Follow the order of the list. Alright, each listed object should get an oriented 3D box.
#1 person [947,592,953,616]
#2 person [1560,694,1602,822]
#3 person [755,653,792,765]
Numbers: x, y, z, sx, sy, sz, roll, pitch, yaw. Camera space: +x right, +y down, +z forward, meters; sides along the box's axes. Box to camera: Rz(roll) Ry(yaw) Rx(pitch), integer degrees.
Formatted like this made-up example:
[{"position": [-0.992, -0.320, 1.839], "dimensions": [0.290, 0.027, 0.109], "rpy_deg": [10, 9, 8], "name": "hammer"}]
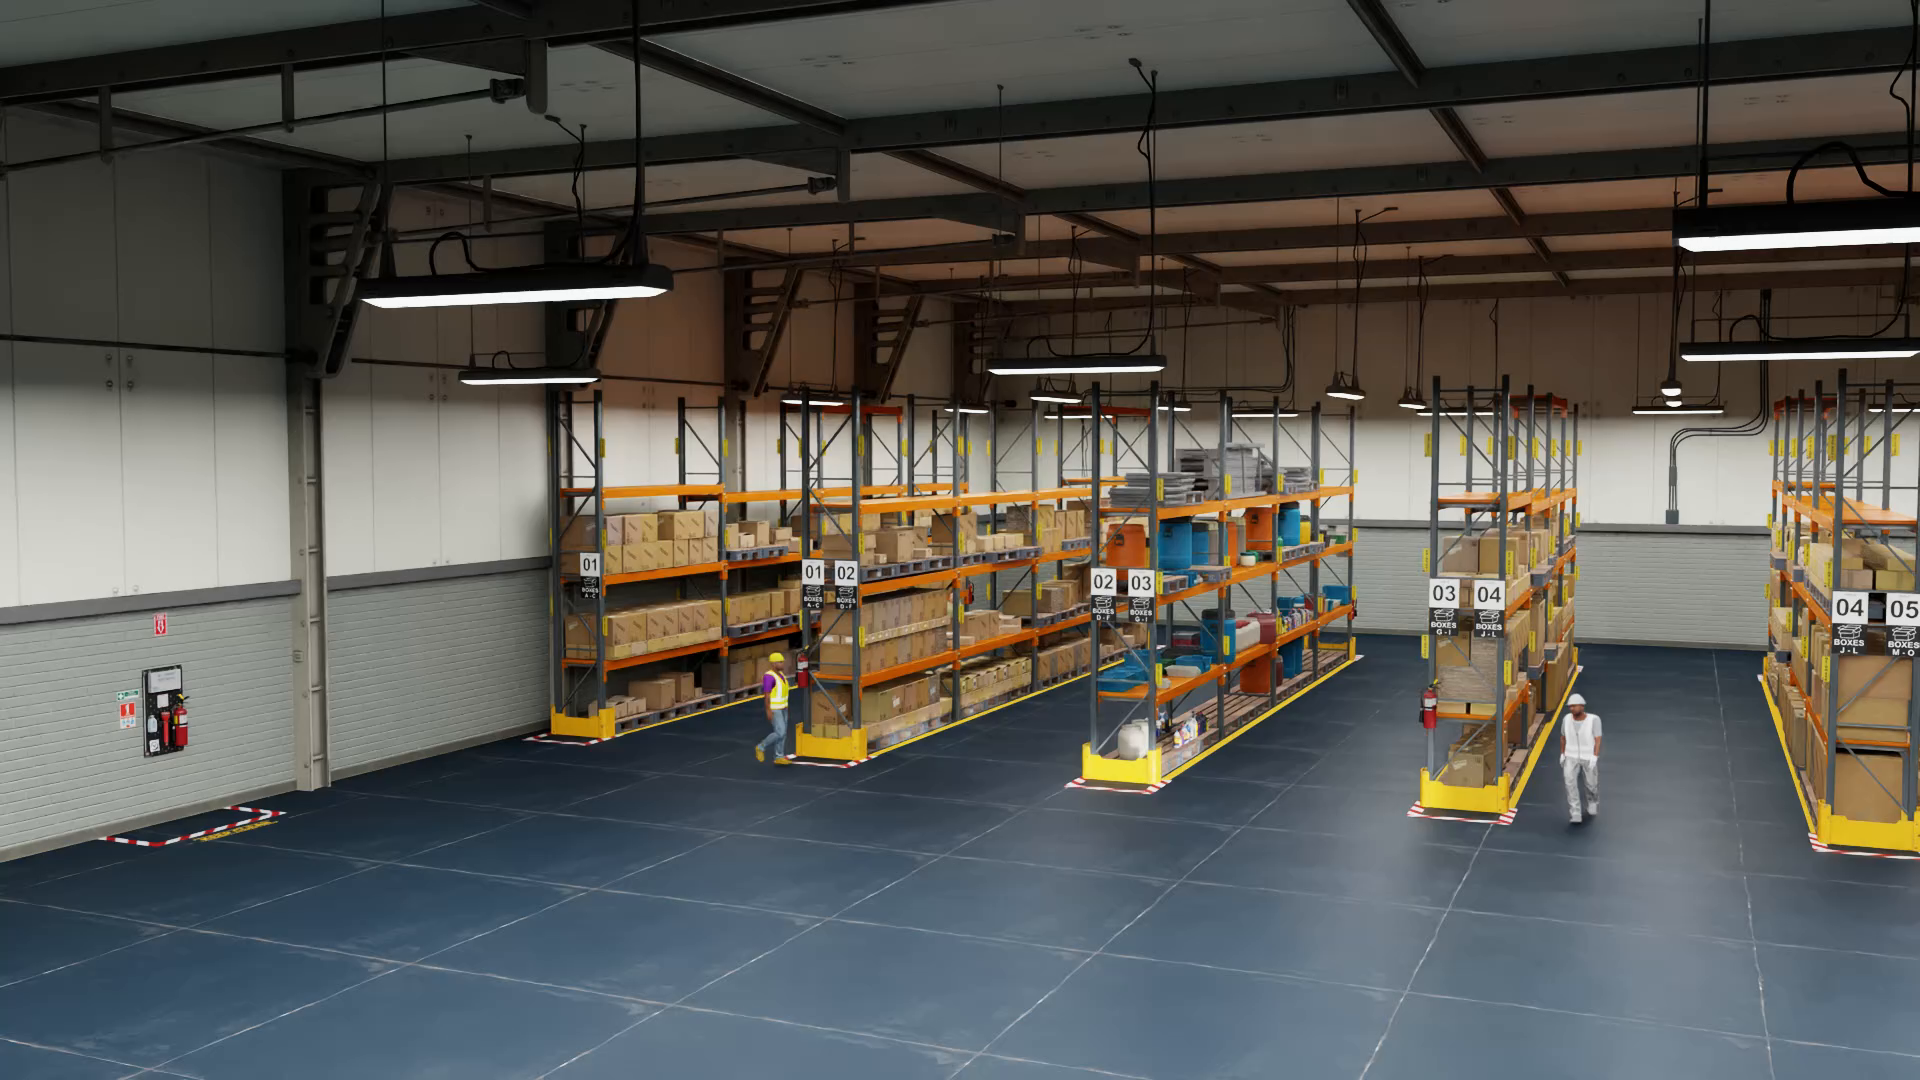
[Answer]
[{"position": [-0.208, 2.022, 39.154], "dimensions": [0.466, 1.611, 1.082], "rpy_deg": [1, 3, 20], "name": "person"}, {"position": [8.361, 2.923, 22.445], "dimensions": [0.571, 1.679, 1.033], "rpy_deg": [2, 4, 30], "name": "person"}, {"position": [-2.918, 2.656, 26.181], "dimensions": [0.566, 1.759, 0.586], "rpy_deg": [1, 3, 19], "name": "person"}]
